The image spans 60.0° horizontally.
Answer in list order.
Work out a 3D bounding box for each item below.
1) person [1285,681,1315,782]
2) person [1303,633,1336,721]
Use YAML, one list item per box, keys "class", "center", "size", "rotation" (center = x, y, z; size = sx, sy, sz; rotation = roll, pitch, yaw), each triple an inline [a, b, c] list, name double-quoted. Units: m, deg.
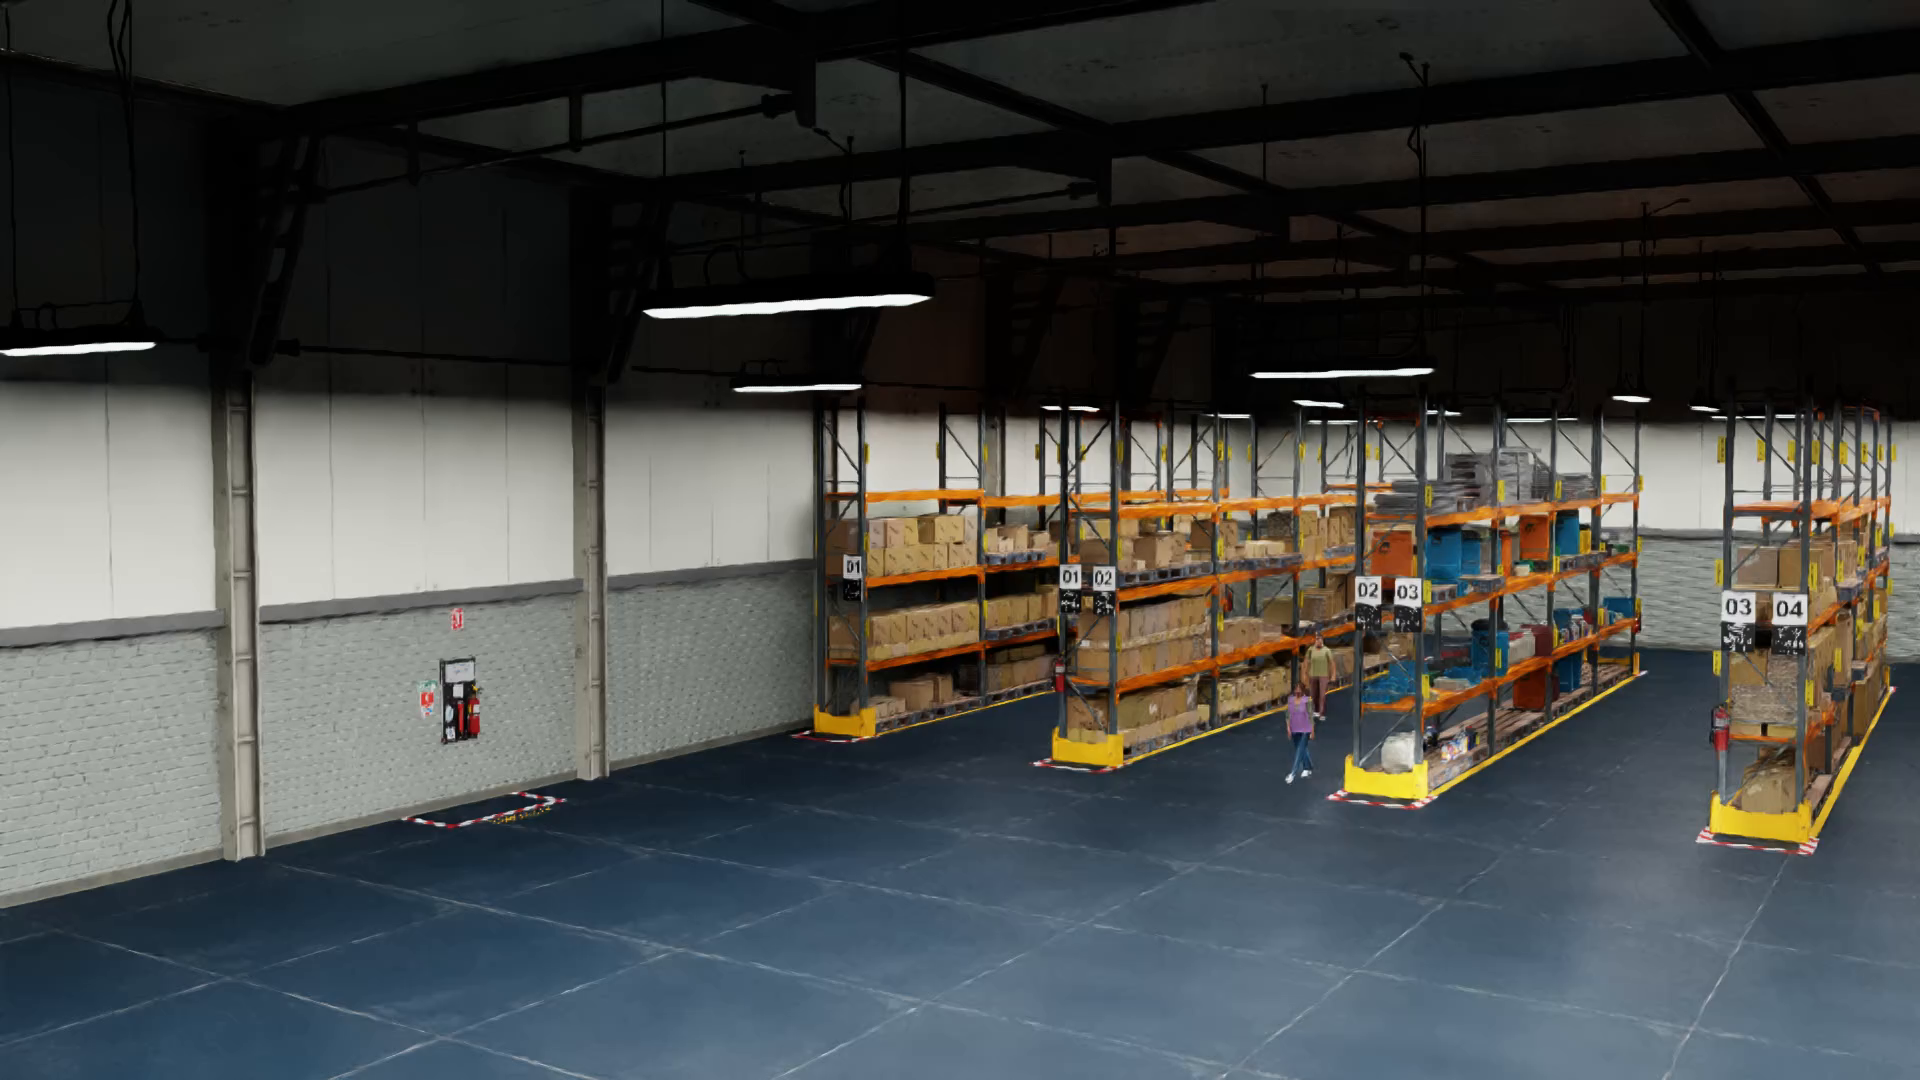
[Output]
- class: "person"
  center: [5.143, 2.895, 25.233]
  size: [0.406, 1.509, 1.000]
  rotation: [2, 4, 38]
- class: "person"
  center: [6.784, 2.543, 31.308]
  size: [0.588, 1.635, 0.684]
  rotation: [1, 3, 25]
